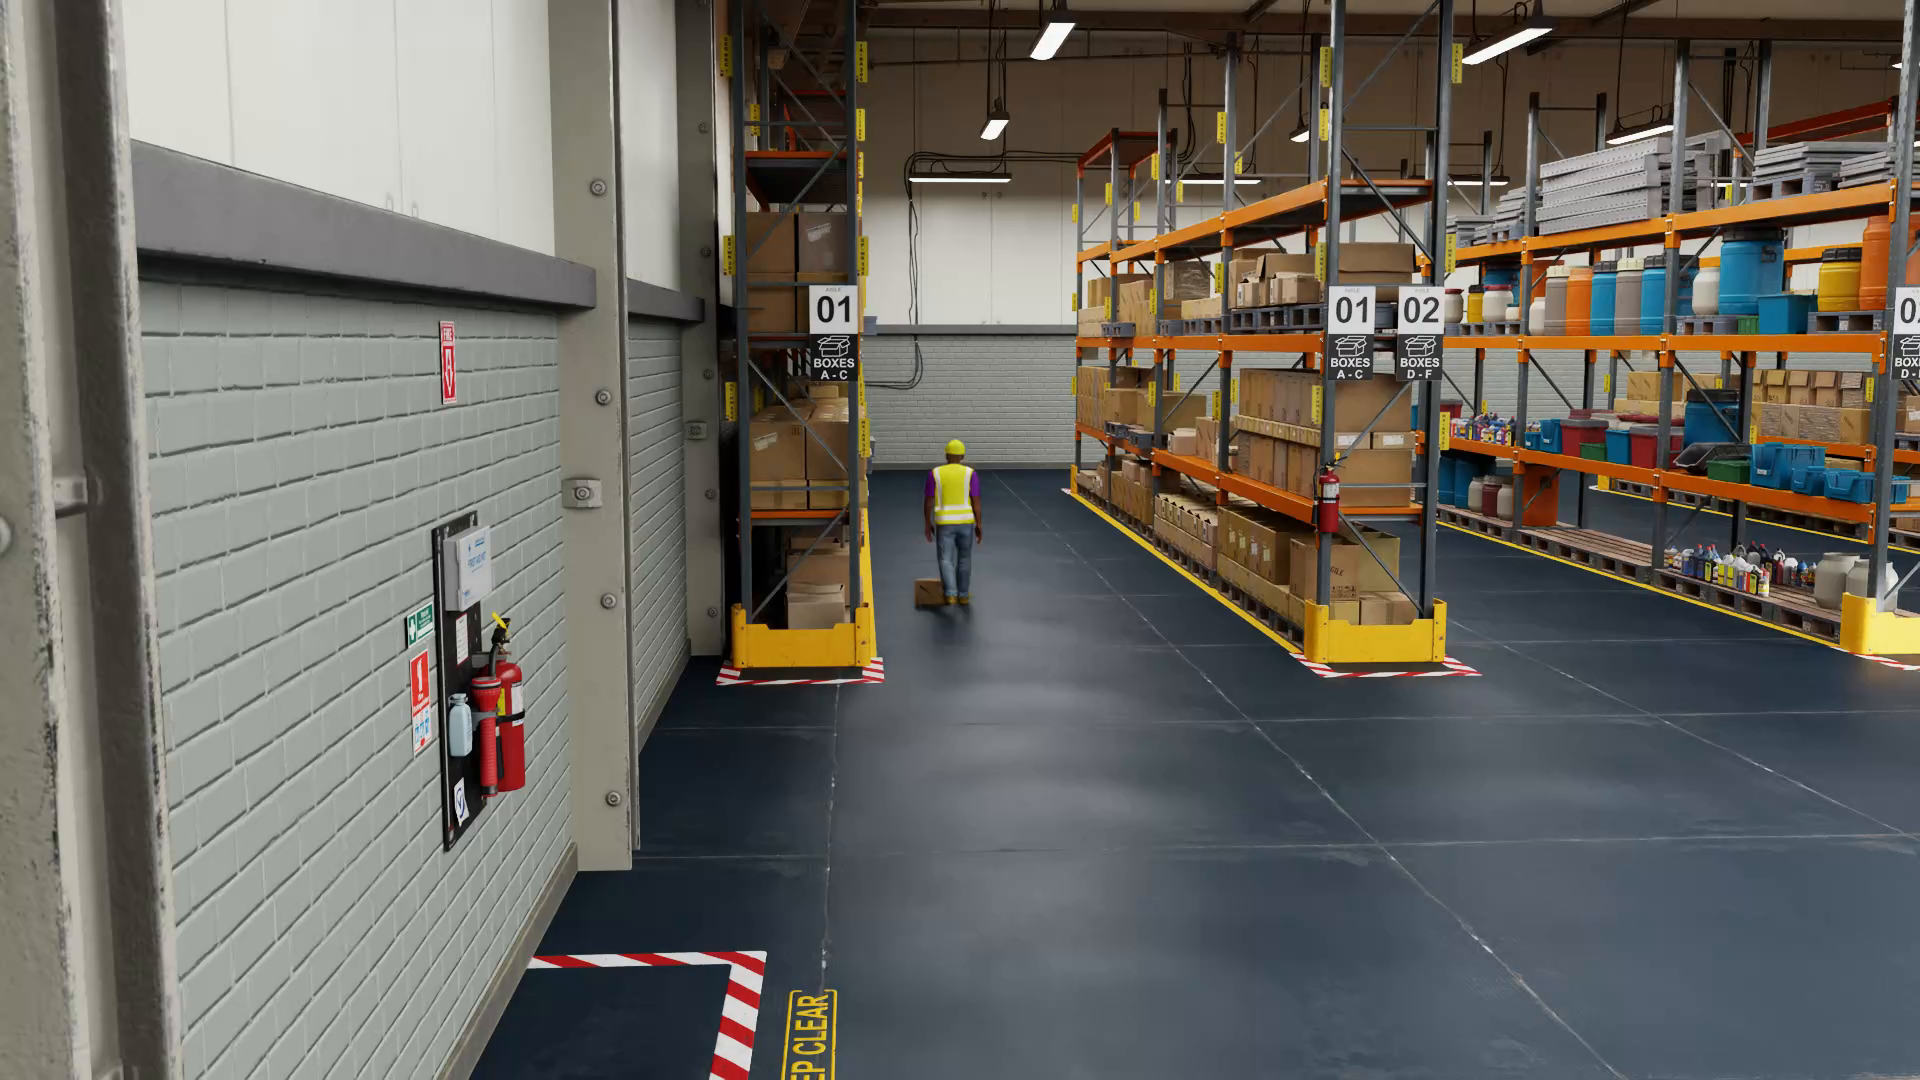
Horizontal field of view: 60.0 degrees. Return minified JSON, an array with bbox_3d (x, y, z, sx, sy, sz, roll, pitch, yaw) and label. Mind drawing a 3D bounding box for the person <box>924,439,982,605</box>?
[{"bbox_3d":[-0.072,-0.165,17.115,0.592,1.728,0.928,-1,7,-5],"label":"person"}]
